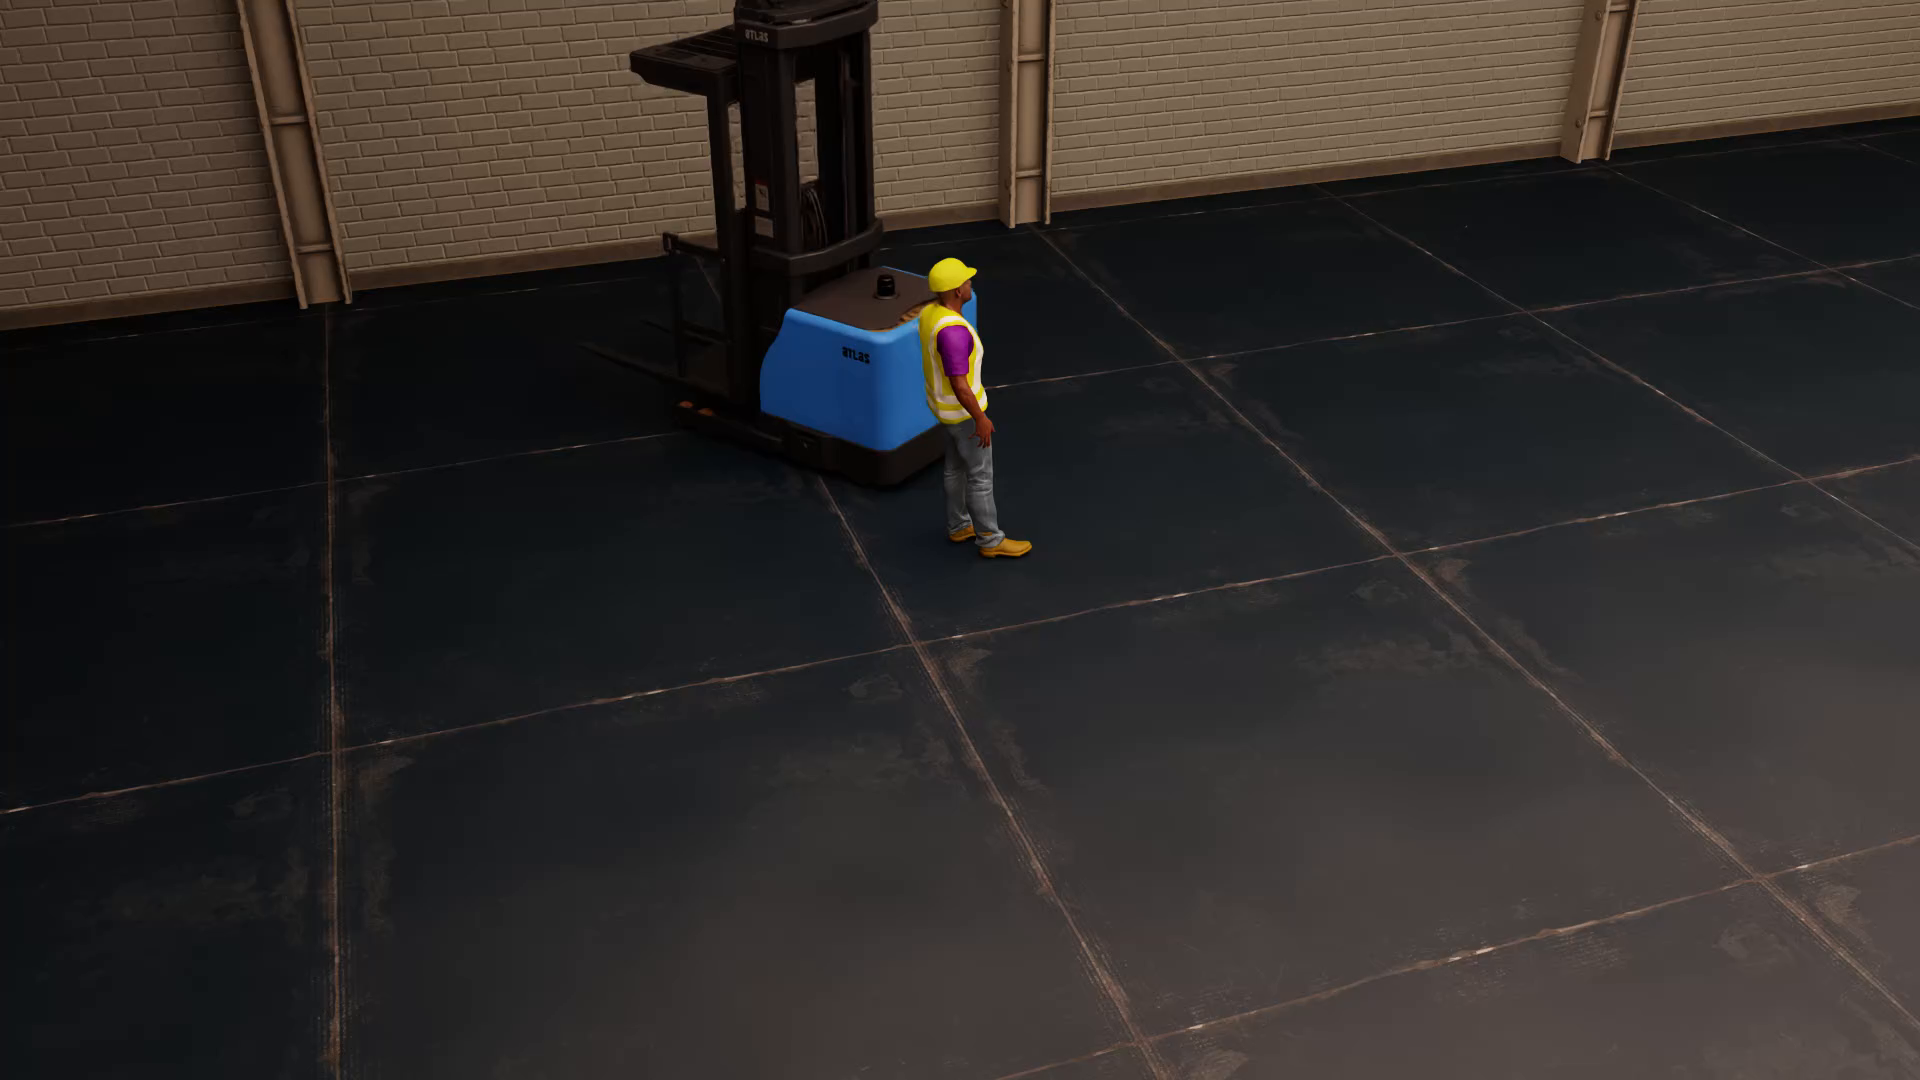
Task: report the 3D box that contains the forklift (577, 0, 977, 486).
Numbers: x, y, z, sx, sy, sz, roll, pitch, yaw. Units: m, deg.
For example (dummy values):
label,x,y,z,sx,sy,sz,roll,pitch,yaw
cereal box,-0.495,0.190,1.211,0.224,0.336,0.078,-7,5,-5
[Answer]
label,x,y,z,sx,sy,sz,roll,pitch,yaw
forklift,-1.362,-2.186,10.887,3.031,2.935,1.130,20,36,31

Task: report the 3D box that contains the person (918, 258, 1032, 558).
label,x,y,z,sx,sy,sz,roll,pitch,yaw
person,0.068,-0.780,9.596,0.577,1.765,0.665,-10,31,-16
